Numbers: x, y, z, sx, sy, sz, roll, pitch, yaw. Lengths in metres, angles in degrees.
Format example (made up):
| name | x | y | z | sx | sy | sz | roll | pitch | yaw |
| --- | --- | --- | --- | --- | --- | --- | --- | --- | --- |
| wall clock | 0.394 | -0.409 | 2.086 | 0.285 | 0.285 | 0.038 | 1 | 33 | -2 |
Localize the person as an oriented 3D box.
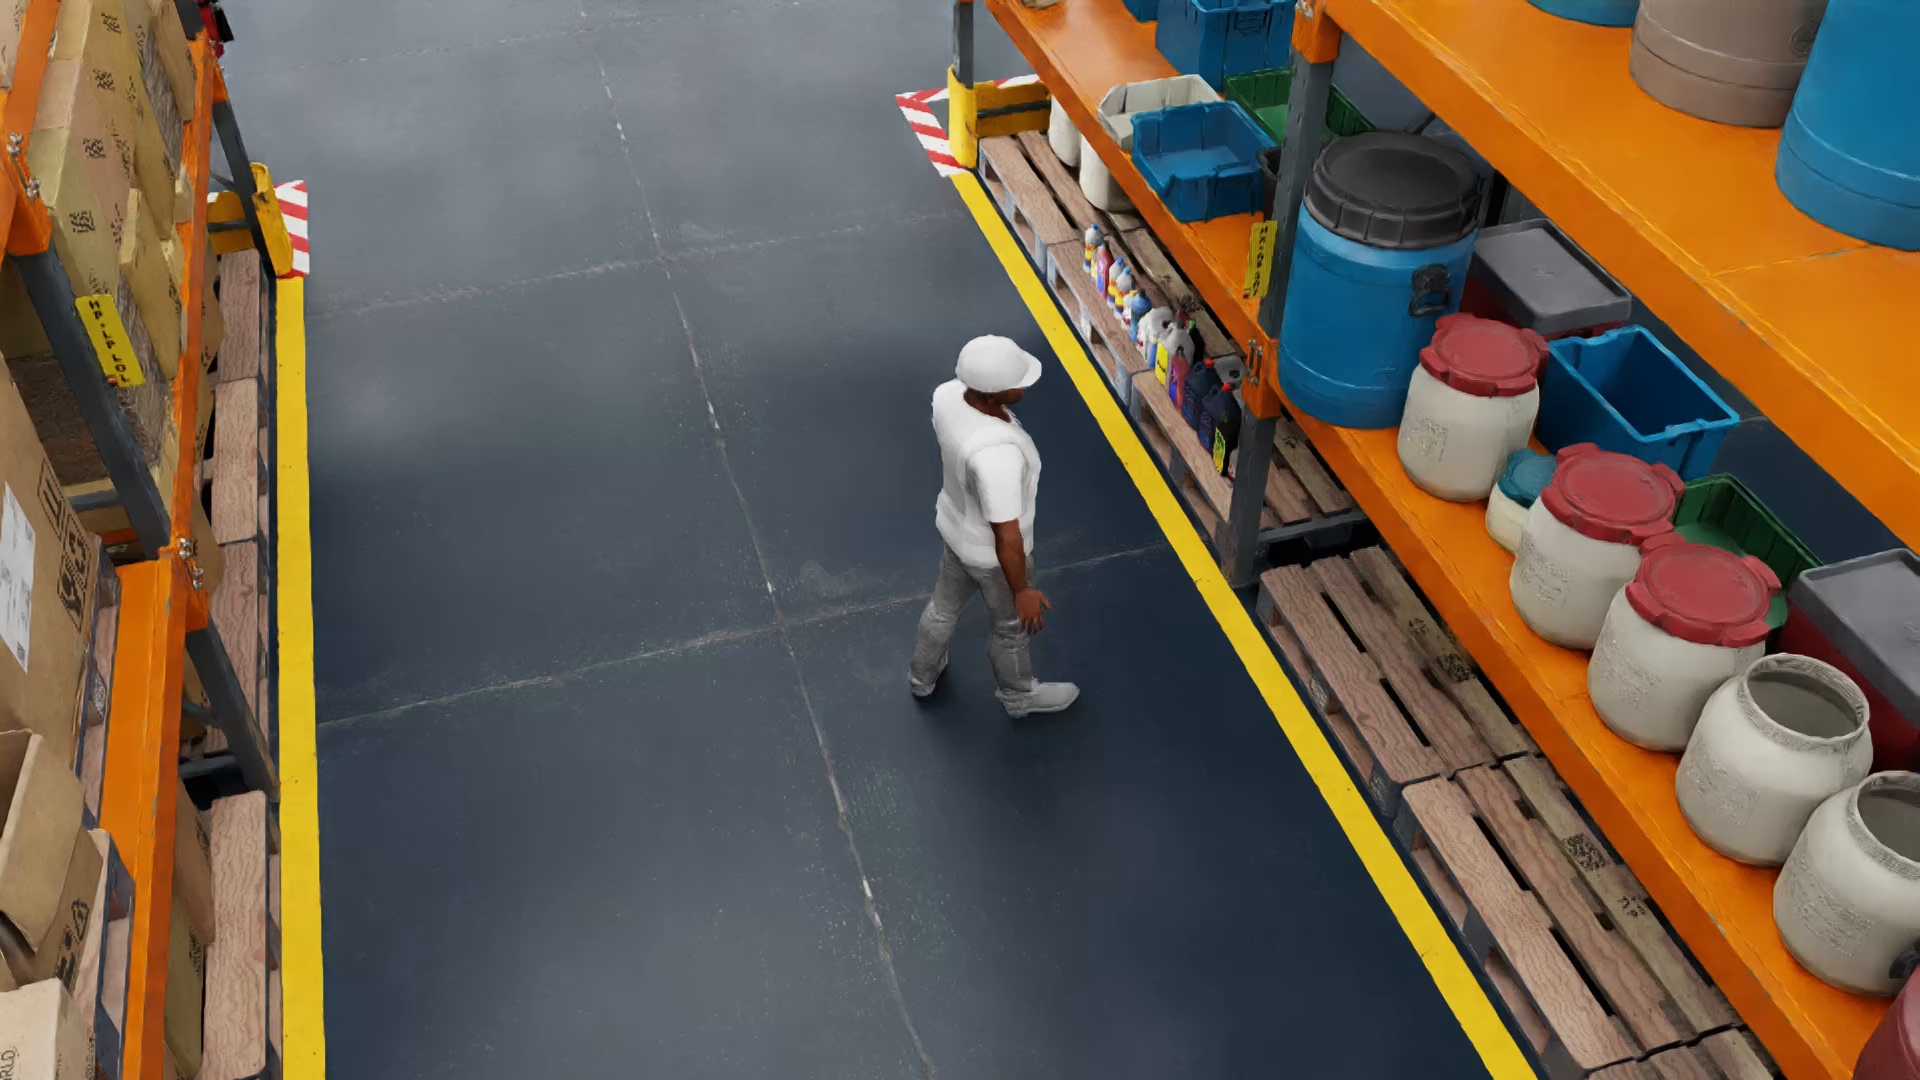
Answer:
| name | x | y | z | sx | sy | sz | roll | pitch | yaw |
| --- | --- | --- | --- | --- | --- | --- | --- | --- | --- |
| person | 0.148 | -0.001 | 6.137 | 0.619 | 1.767 | 0.765 | -16 | 45 | -17 |
